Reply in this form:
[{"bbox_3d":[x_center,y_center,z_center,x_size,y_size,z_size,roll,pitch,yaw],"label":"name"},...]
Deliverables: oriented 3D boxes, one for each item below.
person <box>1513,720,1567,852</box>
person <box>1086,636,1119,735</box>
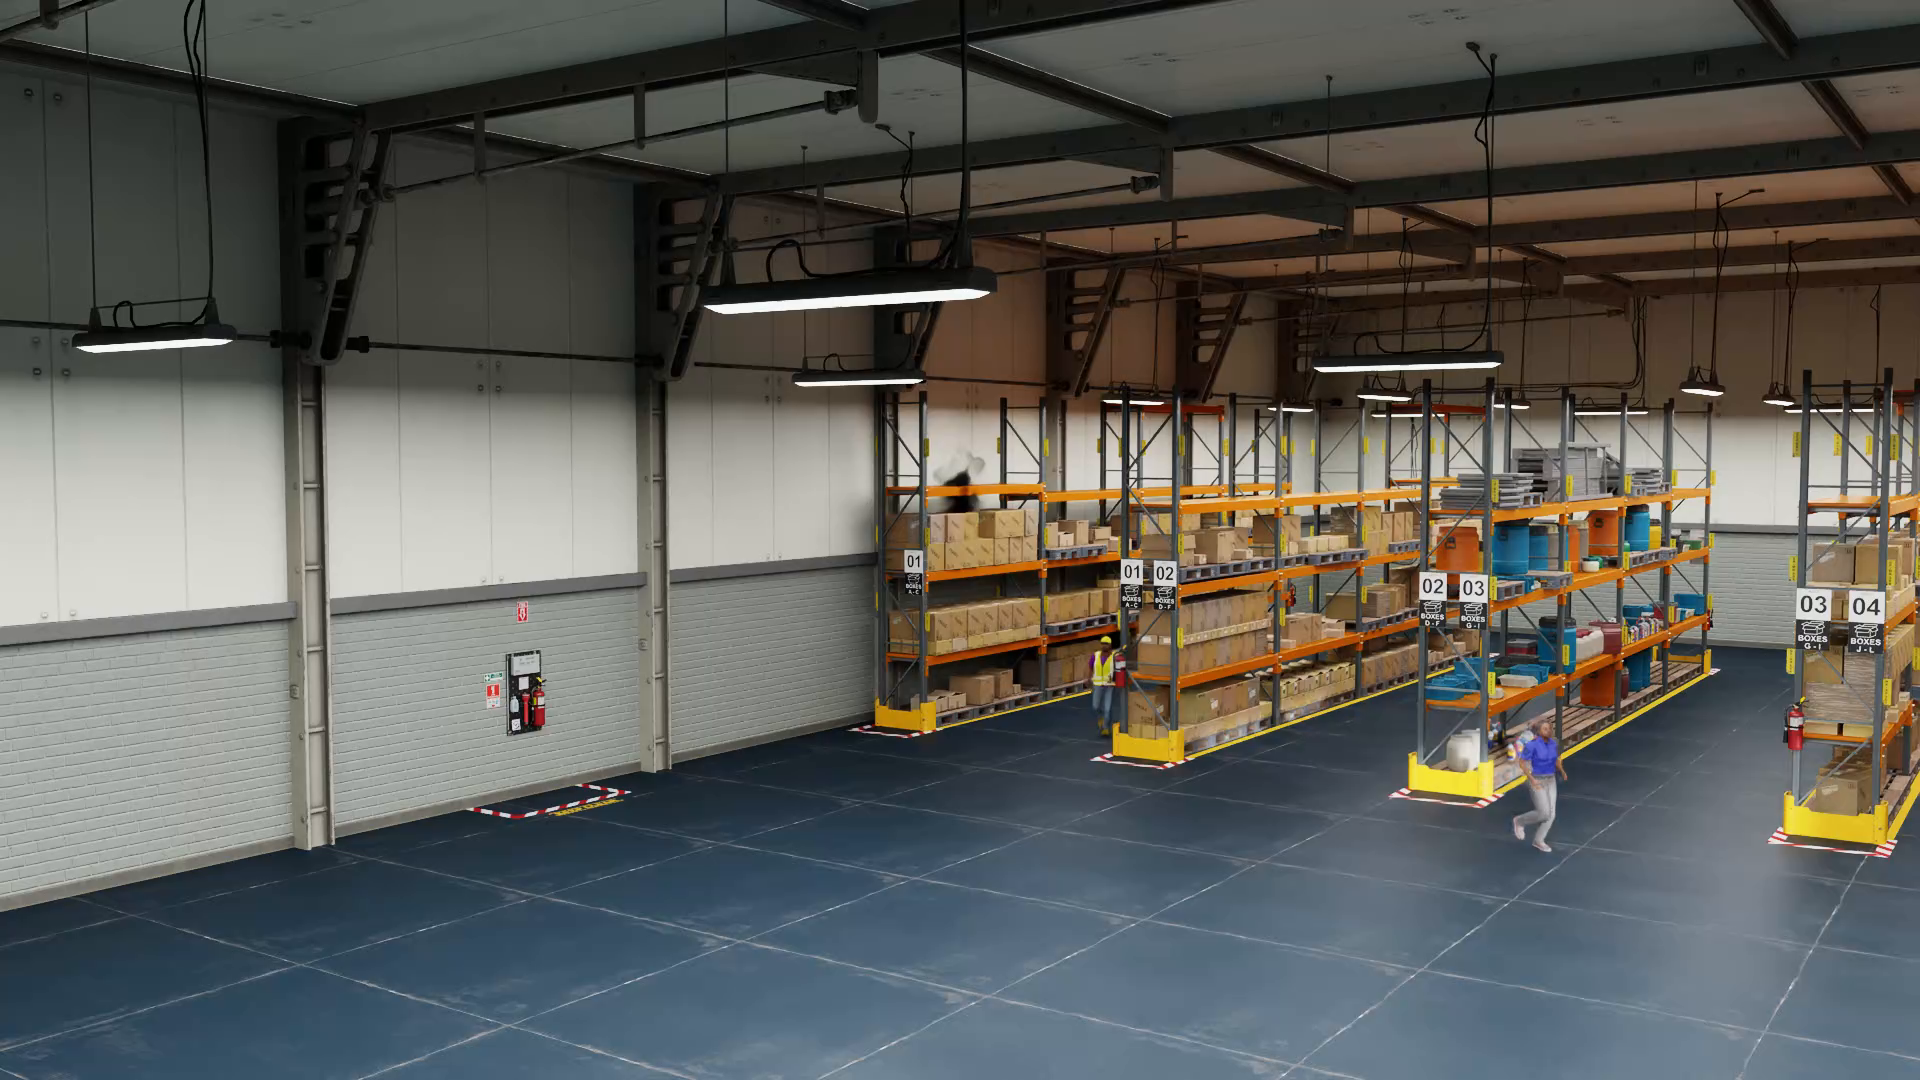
[{"bbox_3d":[7.269,3.051,20.765,0.572,1.628,0.598,-1,3,-23],"label":"person"},{"bbox_3d":[2.511,2.534,28.927,0.698,1.720,0.565,1,3,20],"label":"person"}]
